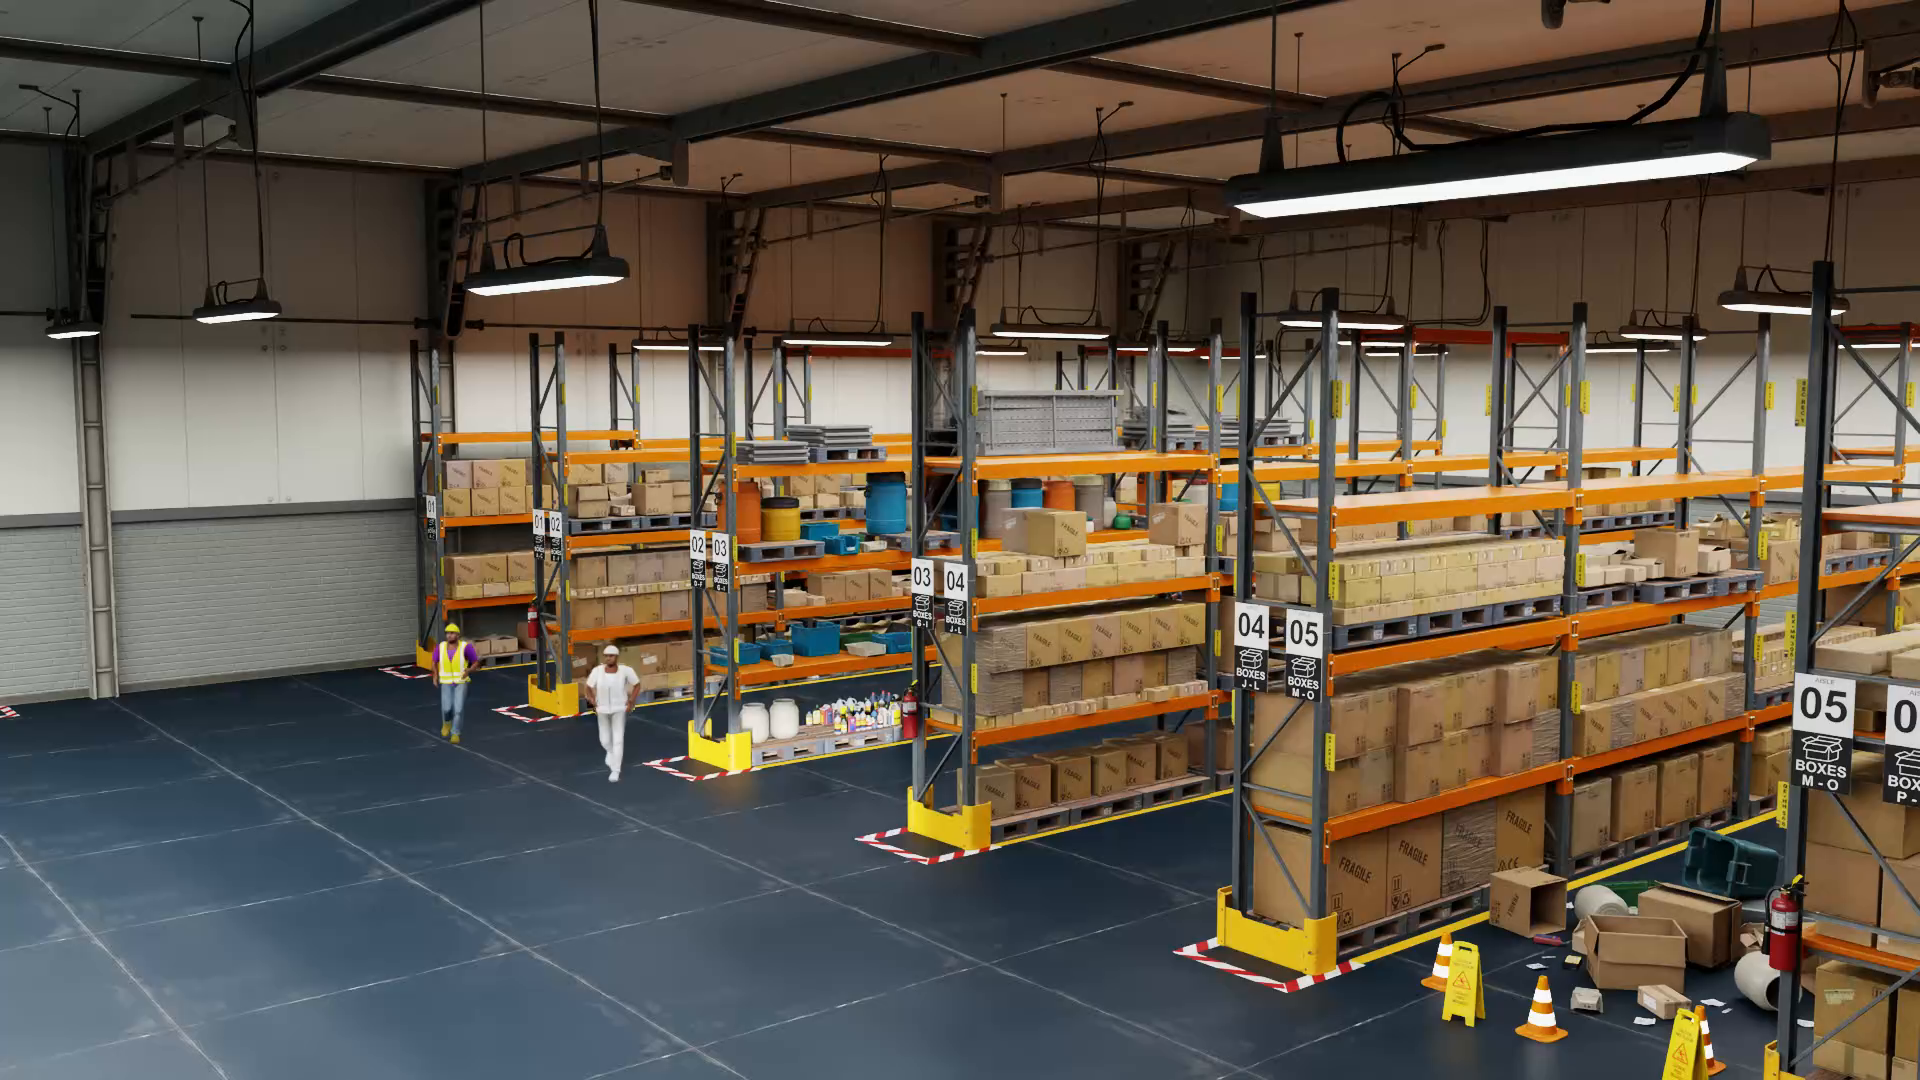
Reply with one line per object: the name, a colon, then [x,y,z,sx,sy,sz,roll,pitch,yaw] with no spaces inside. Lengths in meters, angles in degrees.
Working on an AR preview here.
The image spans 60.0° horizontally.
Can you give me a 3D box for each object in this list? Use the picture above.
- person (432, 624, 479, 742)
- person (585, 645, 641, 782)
person: [-7.323,2.077,24.092,0.682,1.730,0.599,-1,5,-9]
person: [-4.593,2.263,22.045,0.721,1.772,0.783,-1,5,-10]
